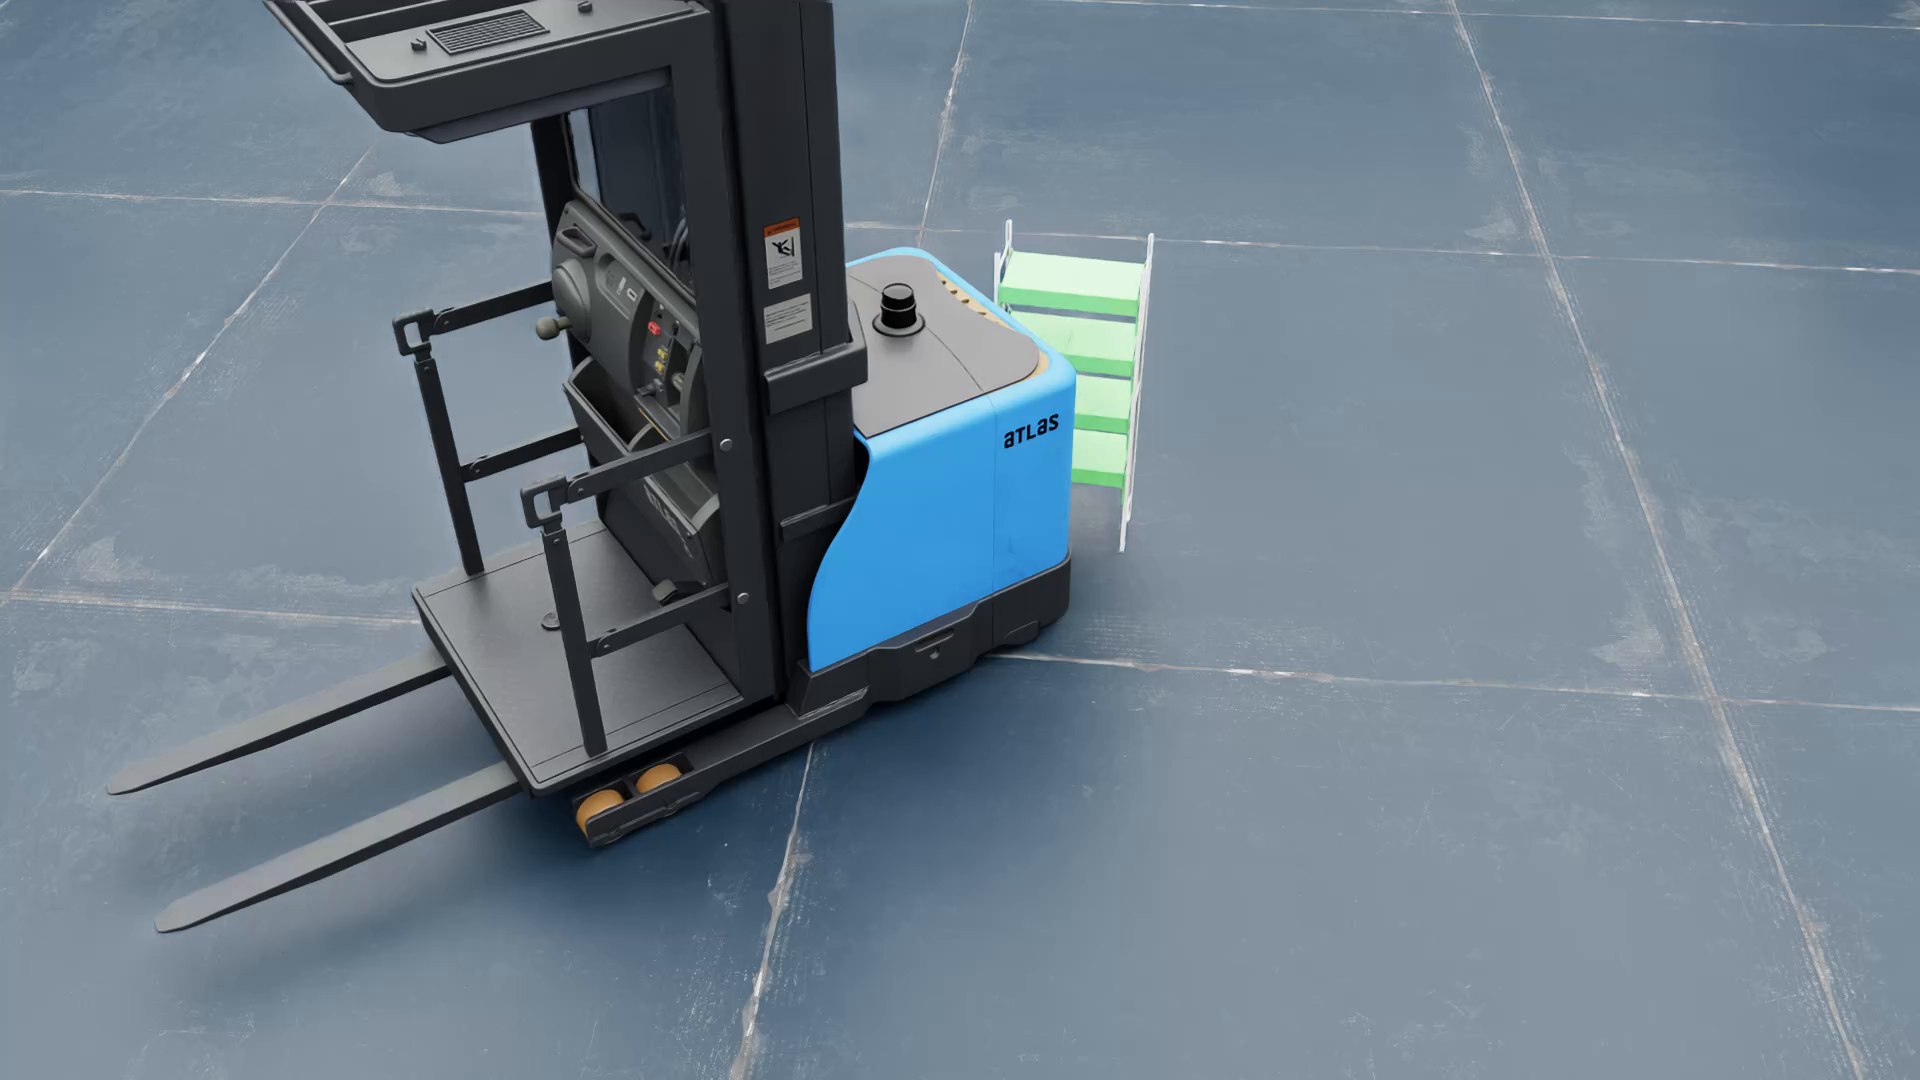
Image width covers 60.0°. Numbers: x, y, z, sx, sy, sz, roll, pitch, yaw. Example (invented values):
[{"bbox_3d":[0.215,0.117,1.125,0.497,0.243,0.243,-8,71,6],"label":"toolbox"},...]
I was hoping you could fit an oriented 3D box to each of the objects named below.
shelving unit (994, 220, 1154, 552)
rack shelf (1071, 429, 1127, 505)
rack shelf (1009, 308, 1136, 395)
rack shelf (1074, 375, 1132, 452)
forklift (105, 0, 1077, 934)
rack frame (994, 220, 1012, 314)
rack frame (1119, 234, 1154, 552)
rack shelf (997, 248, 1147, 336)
[{"bbox_3d":[0.385,-0.526,5.946,0.503,1.200,0.258,7,40,9],"label":"shelving unit"},{"bbox_3d":[0.385,-0.290,6.138,0.480,0.148,0.258,7,40,9],"label":"rack shelf"},{"bbox_3d":[0.385,-0.663,5.835,0.480,0.148,0.258,7,40,9],"label":"rack shelf"},{"bbox_3d":[0.385,-0.477,5.986,0.480,0.148,0.258,7,40,9],"label":"rack shelf"},{"bbox_3d":[-1.127,-0.587,4.649,3.031,2.935,1.130,-23,44,-25],"label":"forklift"},{"bbox_3d":[0.146,-0.556,5.983,0.015,1.200,0.240,7,40,9],"label":"rack frame"},{"bbox_3d":[0.625,-0.496,5.909,0.015,1.200,0.240,7,40,9],"label":"rack frame"},{"bbox_3d":[0.385,-0.849,5.683,0.480,0.148,0.258,7,40,9],"label":"rack shelf"}]
